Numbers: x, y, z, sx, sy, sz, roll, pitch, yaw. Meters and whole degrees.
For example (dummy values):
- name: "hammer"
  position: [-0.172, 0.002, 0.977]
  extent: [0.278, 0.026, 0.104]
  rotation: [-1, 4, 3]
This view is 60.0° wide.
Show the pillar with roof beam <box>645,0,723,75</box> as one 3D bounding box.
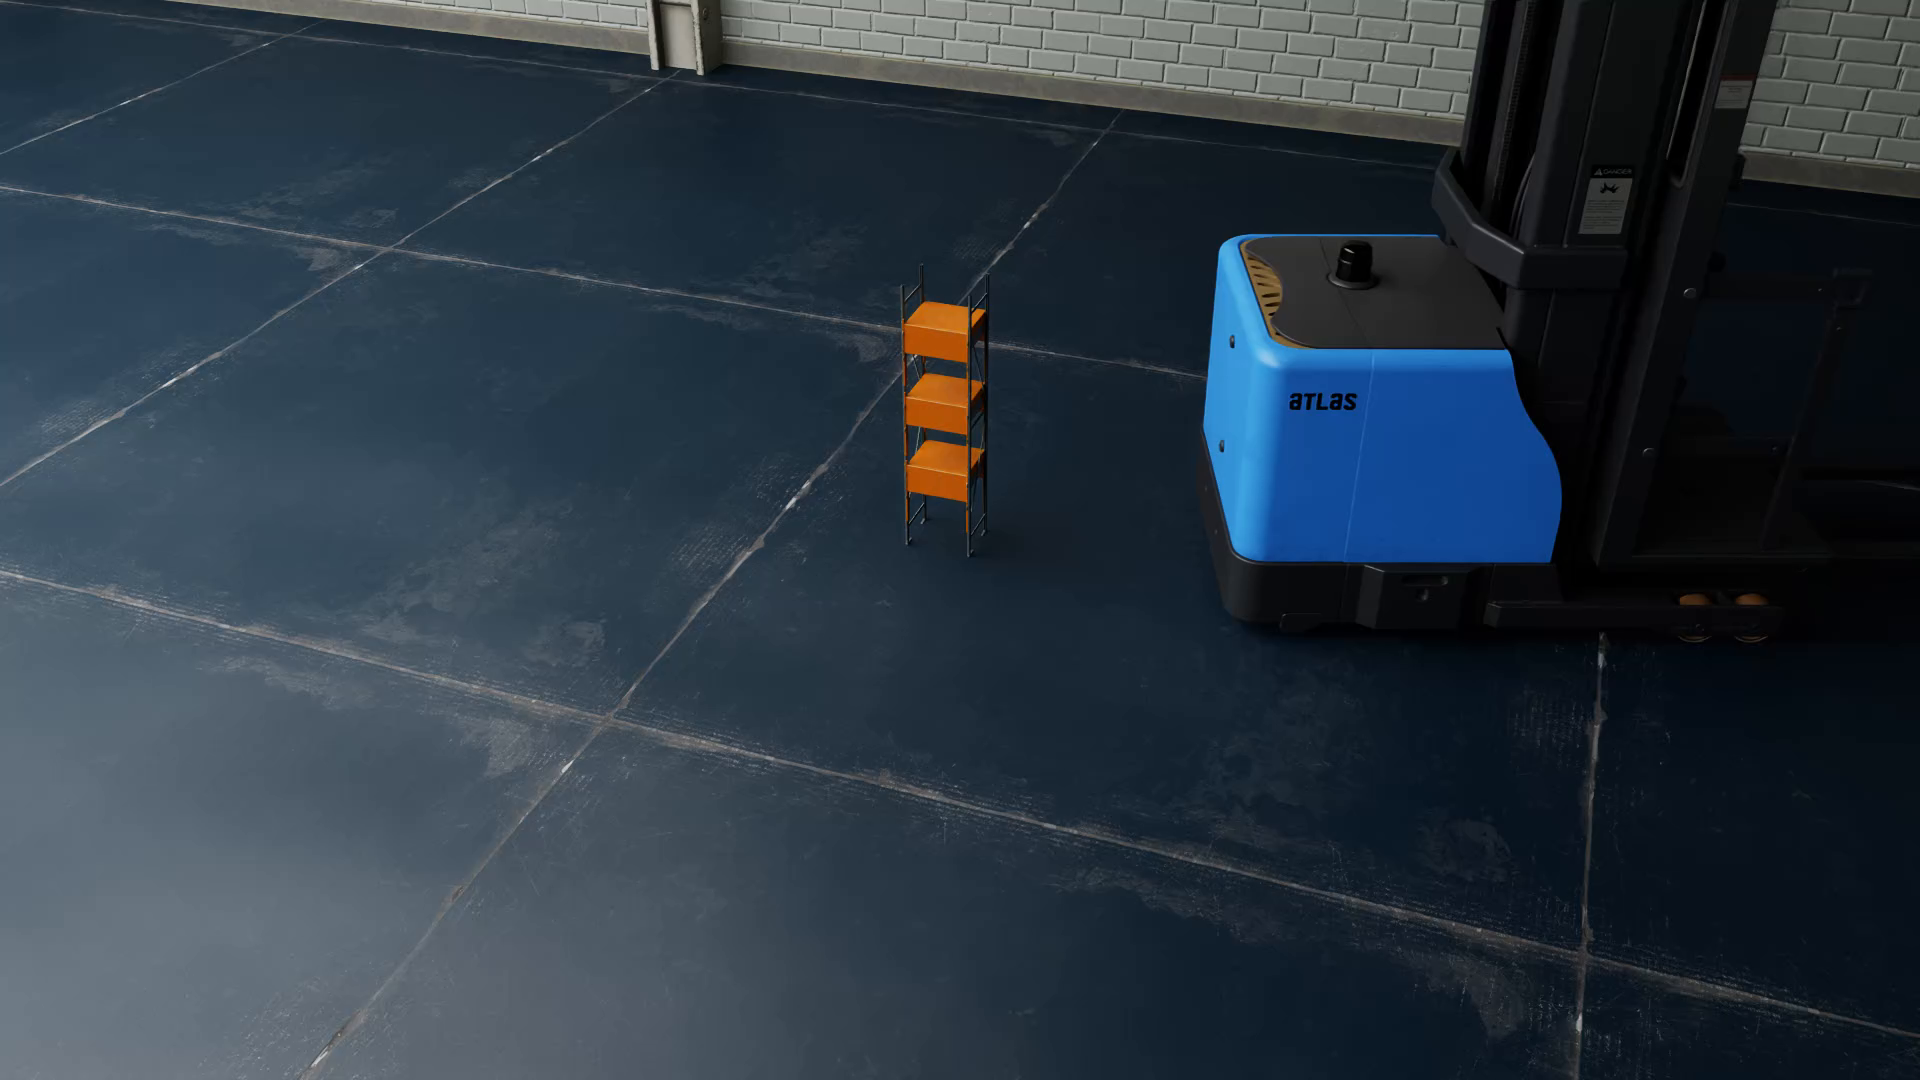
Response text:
- name: "pillar with roof beam"
  position: [-3.282, -4.780, 5.357]
  extent: [0.400, 9.000, 9.100]
  rotation: [11, 34, 16]

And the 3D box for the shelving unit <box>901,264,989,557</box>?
- name: "shelving unit"
  position: [-0.050, -0.451, 5.980]
  extent: [0.252, 1.050, 0.215]
  rotation: [11, 34, 16]

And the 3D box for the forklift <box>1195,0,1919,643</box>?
- name: "forklift"
  position: [2.428, -1.170, 5.360]
  extent: [3.031, 2.935, 1.130]
  rotation: [0, 33, 0]

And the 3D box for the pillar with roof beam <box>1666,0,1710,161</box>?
- name: "pillar with roof beam"
  position: [2.366, -3.682, 3.656]
  extent: [0.400, 9.000, 9.100]
  rotation: [11, 34, 16]

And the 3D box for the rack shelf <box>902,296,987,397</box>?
- name: "rack shelf"
  position: [-0.050, -0.680, 5.832]
  extent: [0.240, 0.259, 0.215]
  rotation: [11, 34, 16]

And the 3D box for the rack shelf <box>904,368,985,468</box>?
- name: "rack shelf"
  position: [-0.050, -0.442, 5.986]
  extent: [0.240, 0.259, 0.215]
  rotation: [11, 34, 16]

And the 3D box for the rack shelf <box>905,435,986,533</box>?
- name: "rack shelf"
  position: [-0.050, -0.208, 6.137]
  extent: [0.240, 0.259, 0.215]
  rotation: [11, 34, 16]

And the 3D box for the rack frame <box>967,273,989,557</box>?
- name: "rack frame"
  position: [0.064, -0.429, 5.946]
  extent: [0.008, 1.050, 0.200]
  rotation: [11, 34, 16]

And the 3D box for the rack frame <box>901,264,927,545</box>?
- name: "rack frame"
  position: [-0.165, -0.473, 6.015]
  extent: [0.008, 1.050, 0.200]
  rotation: [11, 34, 16]
